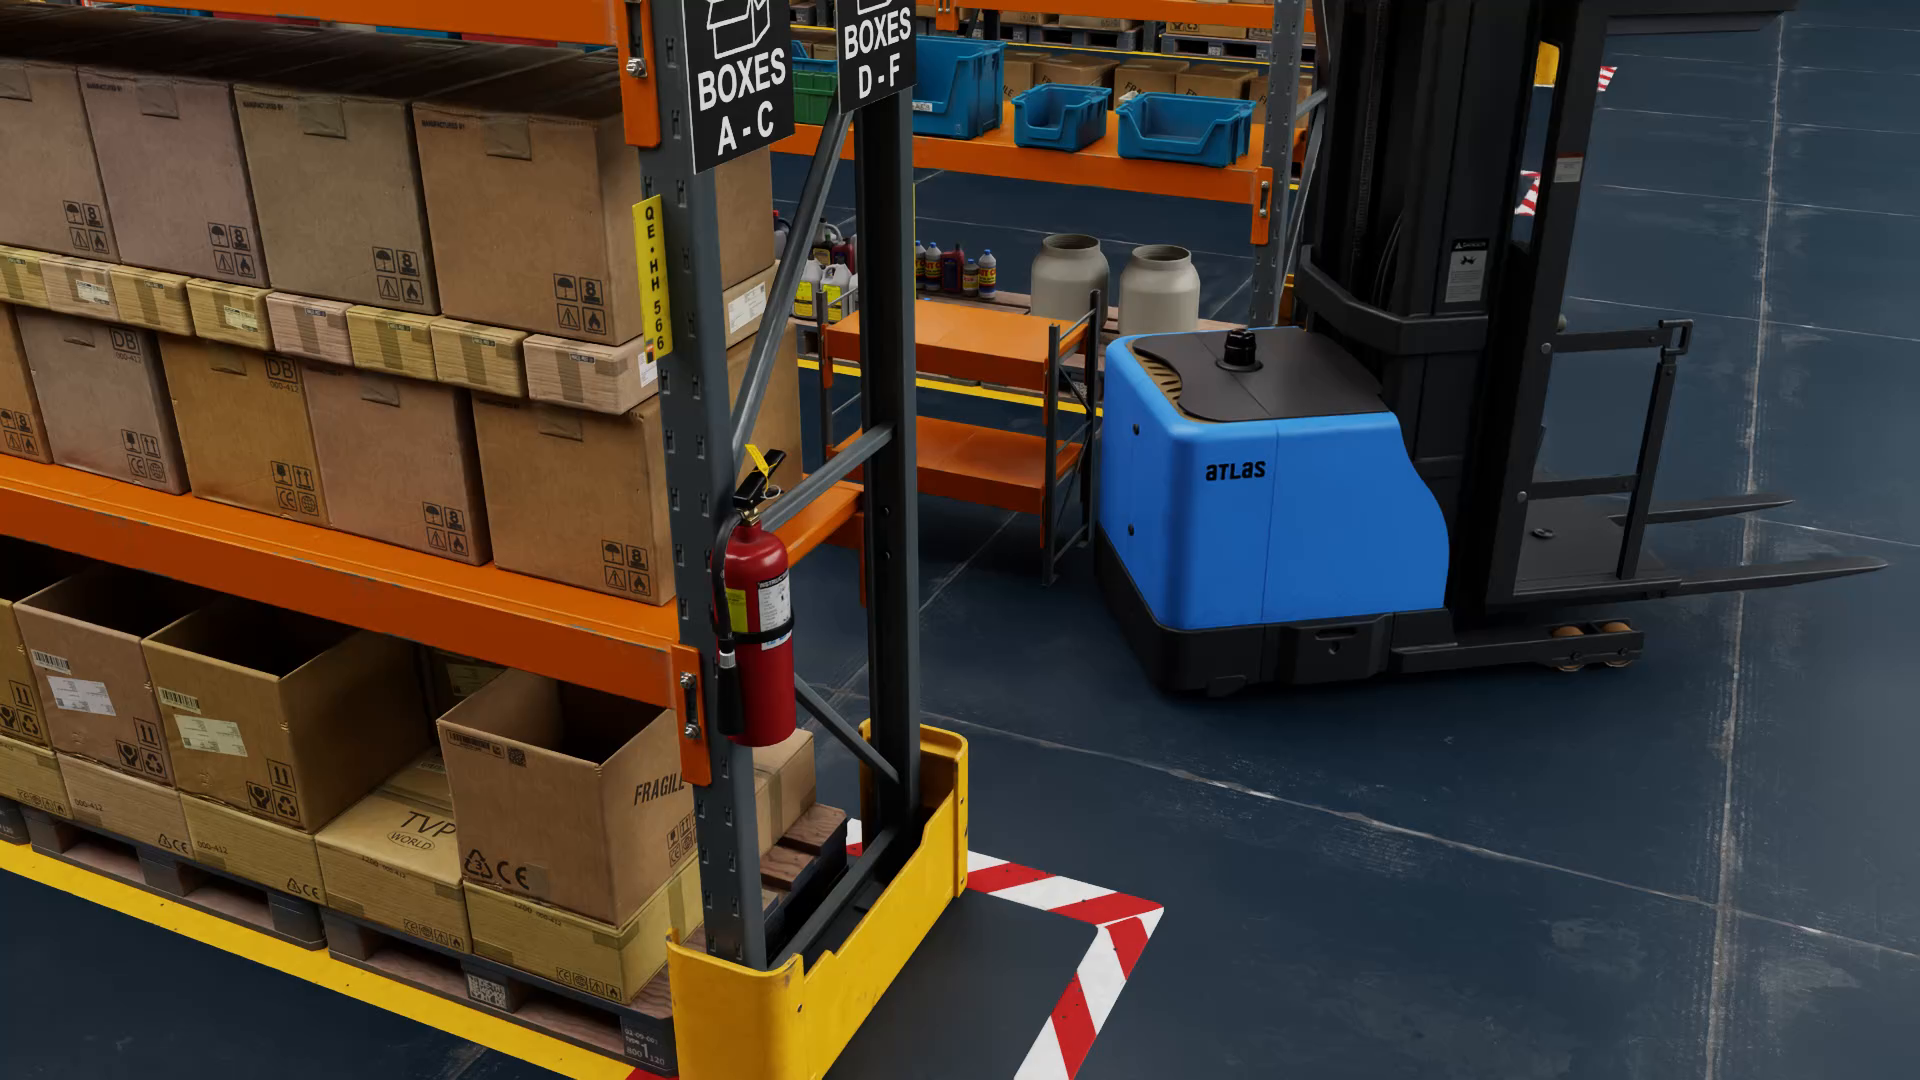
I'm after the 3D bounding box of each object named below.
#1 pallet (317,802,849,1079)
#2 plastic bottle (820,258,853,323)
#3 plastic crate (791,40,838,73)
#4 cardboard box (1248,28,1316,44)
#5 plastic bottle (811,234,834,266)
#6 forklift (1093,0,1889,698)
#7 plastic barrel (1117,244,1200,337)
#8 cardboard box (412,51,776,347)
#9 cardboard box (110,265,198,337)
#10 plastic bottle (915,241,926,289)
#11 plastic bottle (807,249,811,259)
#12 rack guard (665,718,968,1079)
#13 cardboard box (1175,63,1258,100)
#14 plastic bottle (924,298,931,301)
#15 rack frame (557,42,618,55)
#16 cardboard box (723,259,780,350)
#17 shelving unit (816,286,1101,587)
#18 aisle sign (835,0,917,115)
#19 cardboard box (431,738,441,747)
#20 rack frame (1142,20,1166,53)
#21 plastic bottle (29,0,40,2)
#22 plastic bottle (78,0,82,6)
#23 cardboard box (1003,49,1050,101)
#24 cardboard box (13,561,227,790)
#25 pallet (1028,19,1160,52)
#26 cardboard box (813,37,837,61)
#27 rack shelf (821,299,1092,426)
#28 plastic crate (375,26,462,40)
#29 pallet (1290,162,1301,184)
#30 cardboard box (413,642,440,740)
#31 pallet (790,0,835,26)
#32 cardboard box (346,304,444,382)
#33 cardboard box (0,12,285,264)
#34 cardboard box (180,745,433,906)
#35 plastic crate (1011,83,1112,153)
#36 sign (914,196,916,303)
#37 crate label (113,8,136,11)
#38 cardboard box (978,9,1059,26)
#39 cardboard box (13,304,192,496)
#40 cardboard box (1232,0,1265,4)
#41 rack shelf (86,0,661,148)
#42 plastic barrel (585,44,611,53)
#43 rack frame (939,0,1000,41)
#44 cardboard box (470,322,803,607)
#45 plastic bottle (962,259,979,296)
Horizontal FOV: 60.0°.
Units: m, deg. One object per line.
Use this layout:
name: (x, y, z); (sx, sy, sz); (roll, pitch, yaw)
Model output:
pallet: (-1.089, 1.016, 4.946); (1.213, 0.211, 1.003); (11, 28, 22)
plastic bottle: (-0.672, -1.382, 9.162); (0.185, 0.351, 0.144); (13, 29, 24)
plastic crate: (-0.843, -2.674, 9.454); (0.616, 0.251, 0.499); (11, 28, 22)
cardboard box: (3.598, -5.730, 17.423); (0.875, 0.875, 0.875); (12, 28, 22)
plastic bottle: (-0.808, -1.671, 9.825); (0.133, 0.283, 0.061); (11, 28, 22)
forklift: (2.112, -1.046, 6.056); (3.031, 2.935, 1.130); (-4, 27, -9)
plastic barrel: (1.047, -1.264, 8.763); (0.421, 0.512, 0.421); (0, 26, 0)
cardboard box: (-0.844, -0.839, 3.976); (0.500, 0.500, 0.700); (11, 28, 22)
cardboard box: (-1.982, -0.677, 4.381); (0.250, 0.149, 0.380); (12, 29, 23)
plastic bottle: (-0.247, -1.614, 9.722); (0.097, 0.271, 0.097); (0, 26, 0)
plastic bottle: (-0.917, -1.763, 10.011); (0.133, 0.283, 0.061); (13, 29, 25)
rack guard: (-0.354, 1.014, 4.624); (0.348, 0.500, 1.175); (11, 28, 22)
cardboard box: (2.046, -3.500, 13.317); (0.500, 0.500, 0.500); (14, 30, 27)
plastic bottle: (-0.175, -1.204, 8.970); (0.097, 0.201, 0.097); (0, 26, 0)
rack frame: (-1.963, -2.834, 9.610); (0.127, 3.000, 1.000); (11, 28, 22)
cardboard box: (-0.644, -0.606, 4.237); (0.250, 0.149, 0.380); (11, 28, 21)
shelving unit: (-0.006, -0.506, 7.004); (1.048, 1.125, 0.538); (11, 28, 22)
aisle sign: (-0.189, -1.389, 3.732); (0.004, 0.787, 0.394); (11, 28, 22)
cardboard box: (-1.684, 0.565, 5.345); (0.500, 0.250, 0.500); (11, 28, 22)
rack frame: (2.232, -6.801, 17.668); (0.127, 3.000, 1.000); (11, 28, 22)
plastic bottle: (-6.599, -3.892, 11.891); (0.133, 0.283, 0.061); (11, 28, 22)
plastic bottle: (-6.145, -3.800, 11.705); (0.133, 0.283, 0.061); (11, 28, 22)
cardboard box: (0.434, -3.803, 13.933); (0.500, 0.500, 0.500); (10, 28, 20)
cardboard box: (-2.358, 0.350, 4.932); (0.500, 0.500, 0.500); (11, 28, 22)
pallet: (1.498, -5.661, 18.509); (1.213, 0.211, 1.003); (11, 28, 22)
cardboard box: (-0.889, -4.117, 14.548); (0.500, 0.500, 0.700); (11, 28, 21)
rack shelf: (-0.006, -0.768, 6.875); (1.000, 0.278, 0.538); (11, 28, 22)
plastic crate: (-3.096, -2.903, 9.769); (0.575, 0.384, 0.392); (11, 28, 22)
pallet: (2.934, -3.020, 13.144); (1.213, 0.211, 1.003); (11, 28, 22)
cardboard box: (-1.688, 0.233, 5.170); (0.500, 0.500, 0.500); (11, 28, 22)
pallet: (-2.120, -6.425, 20.061); (1.213, 0.211, 1.003); (11, 28, 22)
cardboard box: (-1.274, -0.535, 4.093); (0.250, 0.149, 0.380); (11, 28, 21)
cardboard box: (-2.240, -1.116, 4.539); (0.500, 0.500, 0.700); (11, 28, 22)
cardboard box: (-1.902, 0.777, 4.913); (0.500, 0.250, 0.500); (11, 28, 22)
plastic crate: (0.510, -2.128, 8.345); (0.408, 0.251, 0.499); (11, 28, 22)
sign: (-0.141, -0.758, 4.323); (0.005, 0.325, 0.100); (11, 28, 22)
crate label: (-5.376, -3.262, 10.670); (0.416, 0.233, 0.303); (11, 28, 22)
cardboard box: (0.753, -6.236, 18.591); (0.750, 0.750, 1.050); (11, 28, 22)
cardboard box: (-2.206, -0.529, 4.815); (0.500, 0.500, 0.700); (12, 29, 23)
cardboard box: (2.239, -4.172, 12.613); (0.250, 0.149, 0.380); (11, 28, 22)
rack shelf: (-2.196, -1.500, 4.320); (4.000, 0.370, 1.077); (11, 28, 22)
plastic barrel: (-2.190, -3.251, 9.890); (0.708, 0.901, 0.600); (11, 28, 22)
rack frame: (0.087, -4.825, 13.655); (0.127, 3.000, 1.000); (11, 28, 22)
cardboard box: (-0.796, -0.247, 4.242); (0.500, 0.500, 0.700); (11, 28, 22)
plastic bottle: (0.062, -1.520, 9.612); (0.097, 0.201, 0.097); (0, 26, 0)
